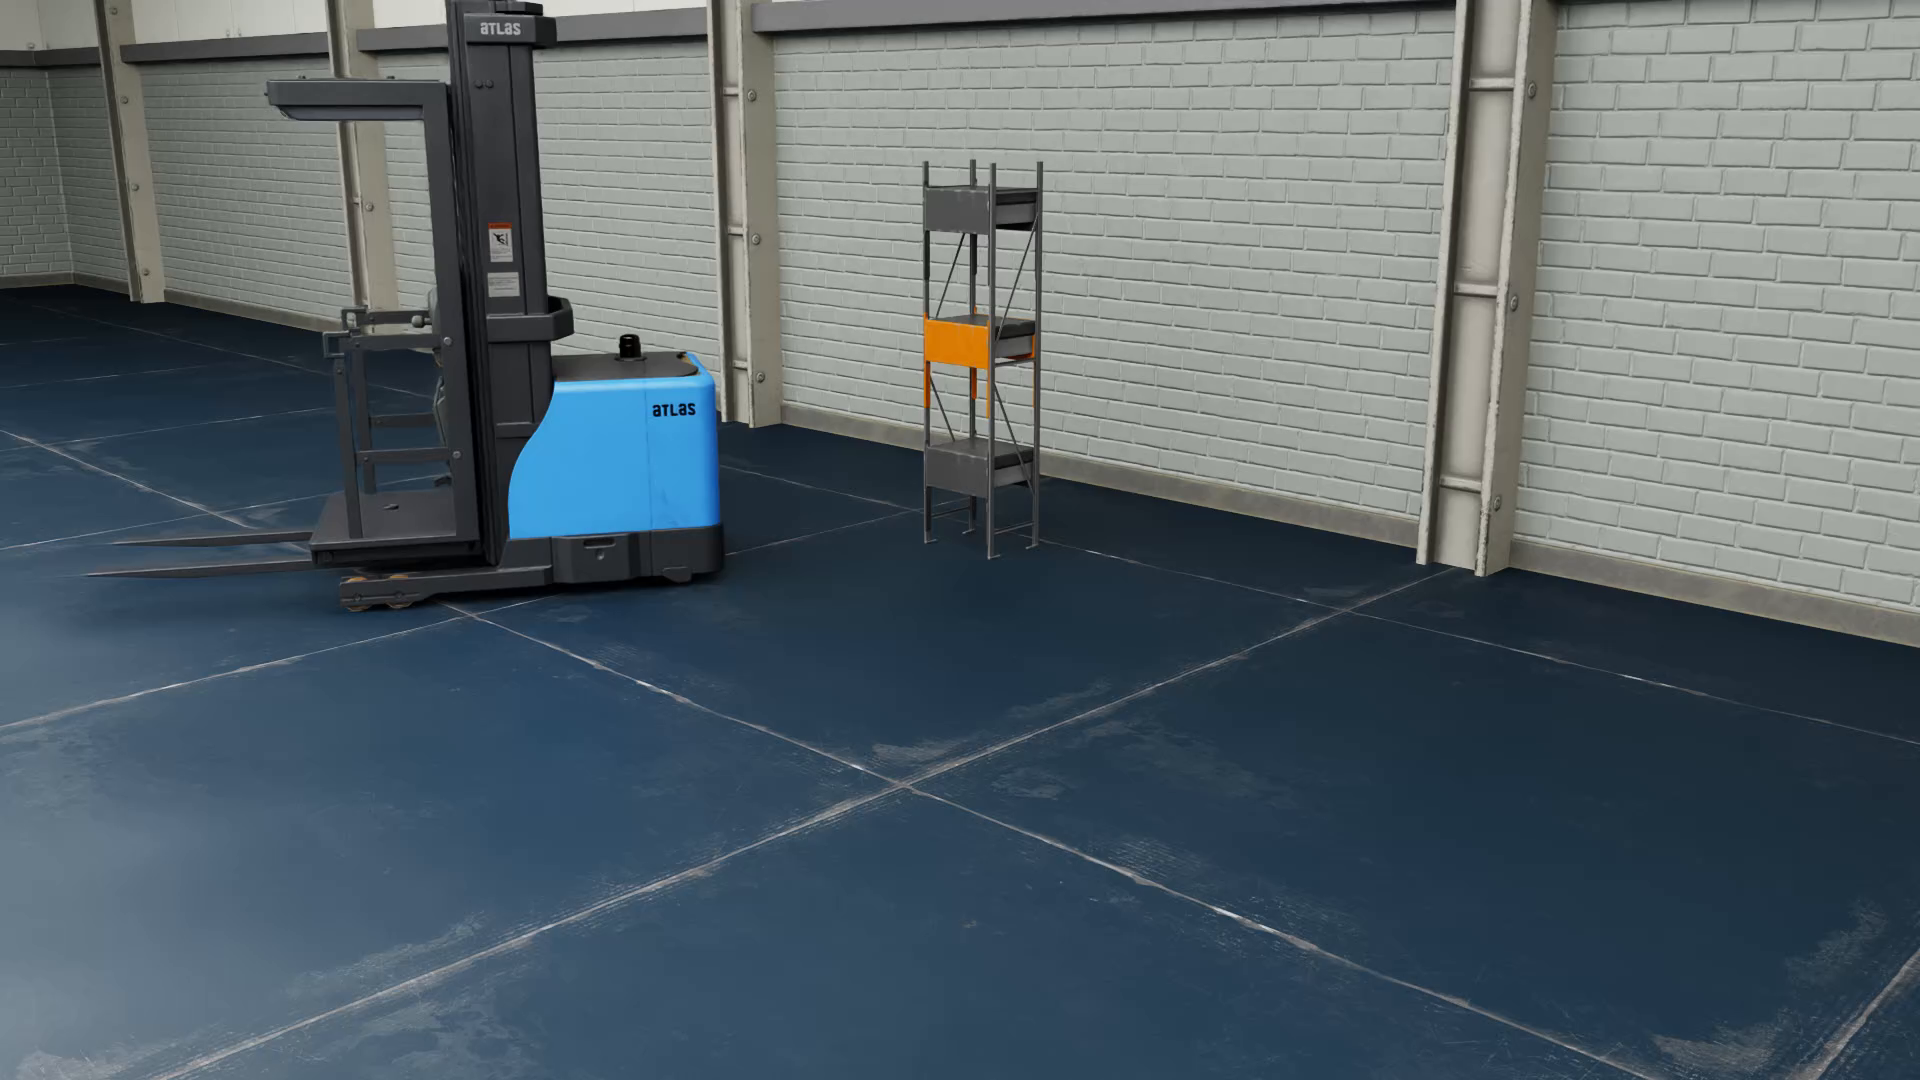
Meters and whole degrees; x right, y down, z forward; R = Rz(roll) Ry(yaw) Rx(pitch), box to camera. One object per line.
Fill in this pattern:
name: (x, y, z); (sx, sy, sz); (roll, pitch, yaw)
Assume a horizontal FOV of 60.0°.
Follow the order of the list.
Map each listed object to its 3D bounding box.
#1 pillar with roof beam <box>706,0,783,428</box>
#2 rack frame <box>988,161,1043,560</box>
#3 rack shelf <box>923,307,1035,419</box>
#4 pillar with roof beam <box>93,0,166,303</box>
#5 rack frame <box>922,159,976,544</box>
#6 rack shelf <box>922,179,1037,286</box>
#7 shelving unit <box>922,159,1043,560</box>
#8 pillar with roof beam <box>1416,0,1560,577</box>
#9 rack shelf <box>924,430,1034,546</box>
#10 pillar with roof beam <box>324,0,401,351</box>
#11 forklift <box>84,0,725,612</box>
pillar with roof beam: (-4.604, -4.493, 8.830); (0.400, 9.000, 9.100); (14, 20, 42)
rack frame: (0.295, -0.944, 8.892); (0.015, 2.100, 0.400); (14, 20, 42)
rack shelf: (0.119, -0.974, 9.060); (0.480, 0.518, 0.431); (14, 20, 42)
pillar with roof beam: (-13.242, -6.594, 16.890); (0.400, 9.000, 9.100); (14, 20, 42)
rack frame: (-0.056, -1.030, 9.220); (0.015, 2.100, 0.400); (14, 20, 42)
rack shelf: (0.119, -1.651, 8.883); (0.480, 0.518, 0.431); (14, 20, 42)
shelving unit: (0.119, -0.987, 9.056); (0.503, 2.100, 0.431); (14, 20, 42)
pillar with roof beam: (-0.285, -3.443, 4.800); (0.400, 9.000, 9.100); (14, 20, 42)
rack shelf: (0.119, -0.297, 9.236); (0.480, 0.518, 0.431); (14, 20, 42)
pillar with roof beam: (-8.923, -5.544, 12.860); (0.400, 9.000, 9.100); (14, 20, 42)
forklift: (-2.794, -1.217, 8.291); (3.031, 2.935, 1.130); (-4, 15, -15)
